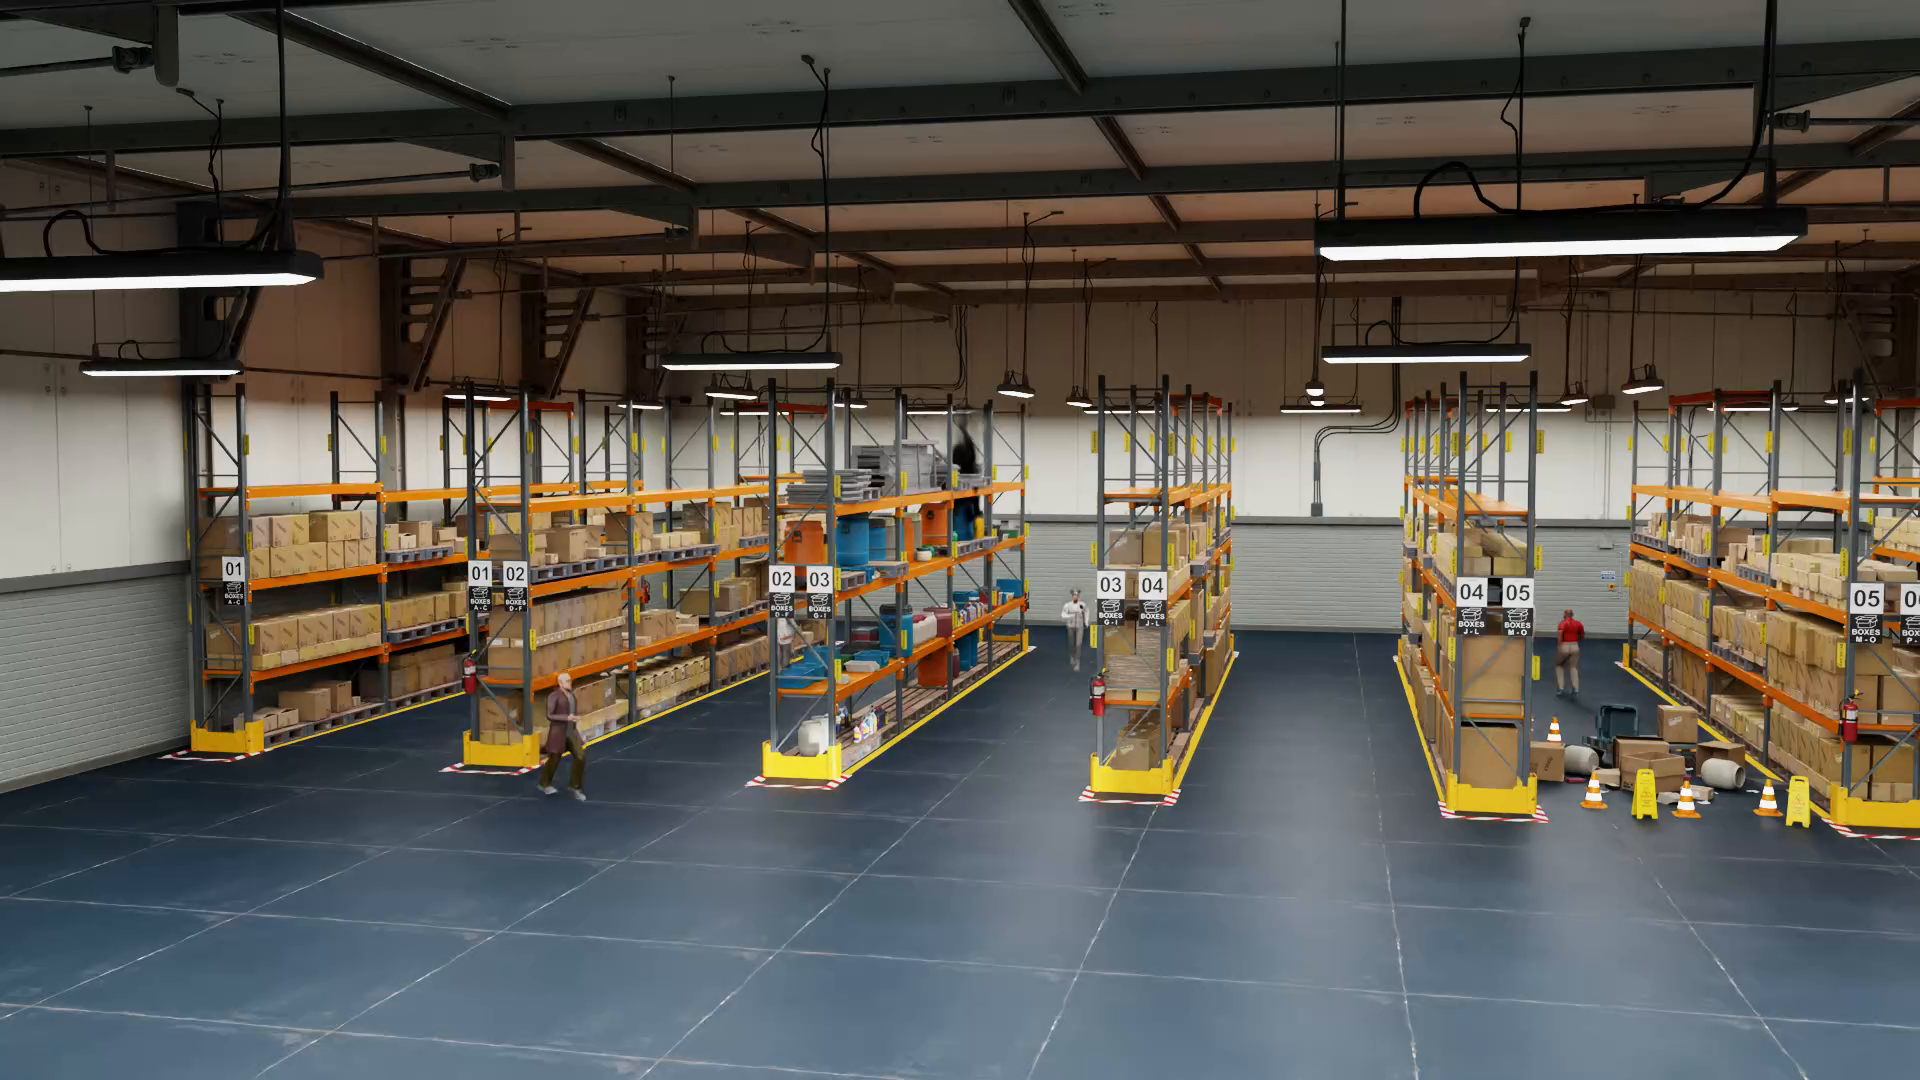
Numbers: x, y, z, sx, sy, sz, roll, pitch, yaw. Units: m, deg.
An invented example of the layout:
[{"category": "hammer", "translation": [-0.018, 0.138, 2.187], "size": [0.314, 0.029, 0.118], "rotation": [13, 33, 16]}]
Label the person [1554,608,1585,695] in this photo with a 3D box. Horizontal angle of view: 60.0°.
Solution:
[{"category": "person", "translation": [12.147, 2.264, 33.158], "size": [0.640, 1.795, 0.800], "rotation": [0, 3, 2]}]

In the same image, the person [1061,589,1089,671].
[{"category": "person", "translation": [2.457, 1.889, 35.473], "size": [0.589, 1.720, 0.883], "rotation": [0, 3, 4]}]

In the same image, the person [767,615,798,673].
[{"category": "person", "translation": [-3.522, 2.034, 32.783], "size": [0.681, 1.767, 0.948], "rotation": [1, 3, 14]}]

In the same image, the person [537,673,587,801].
[{"category": "person", "translation": [-5.616, 2.779, 23.460], "size": [0.907, 1.835, 0.640], "rotation": [2, 4, 37]}]
